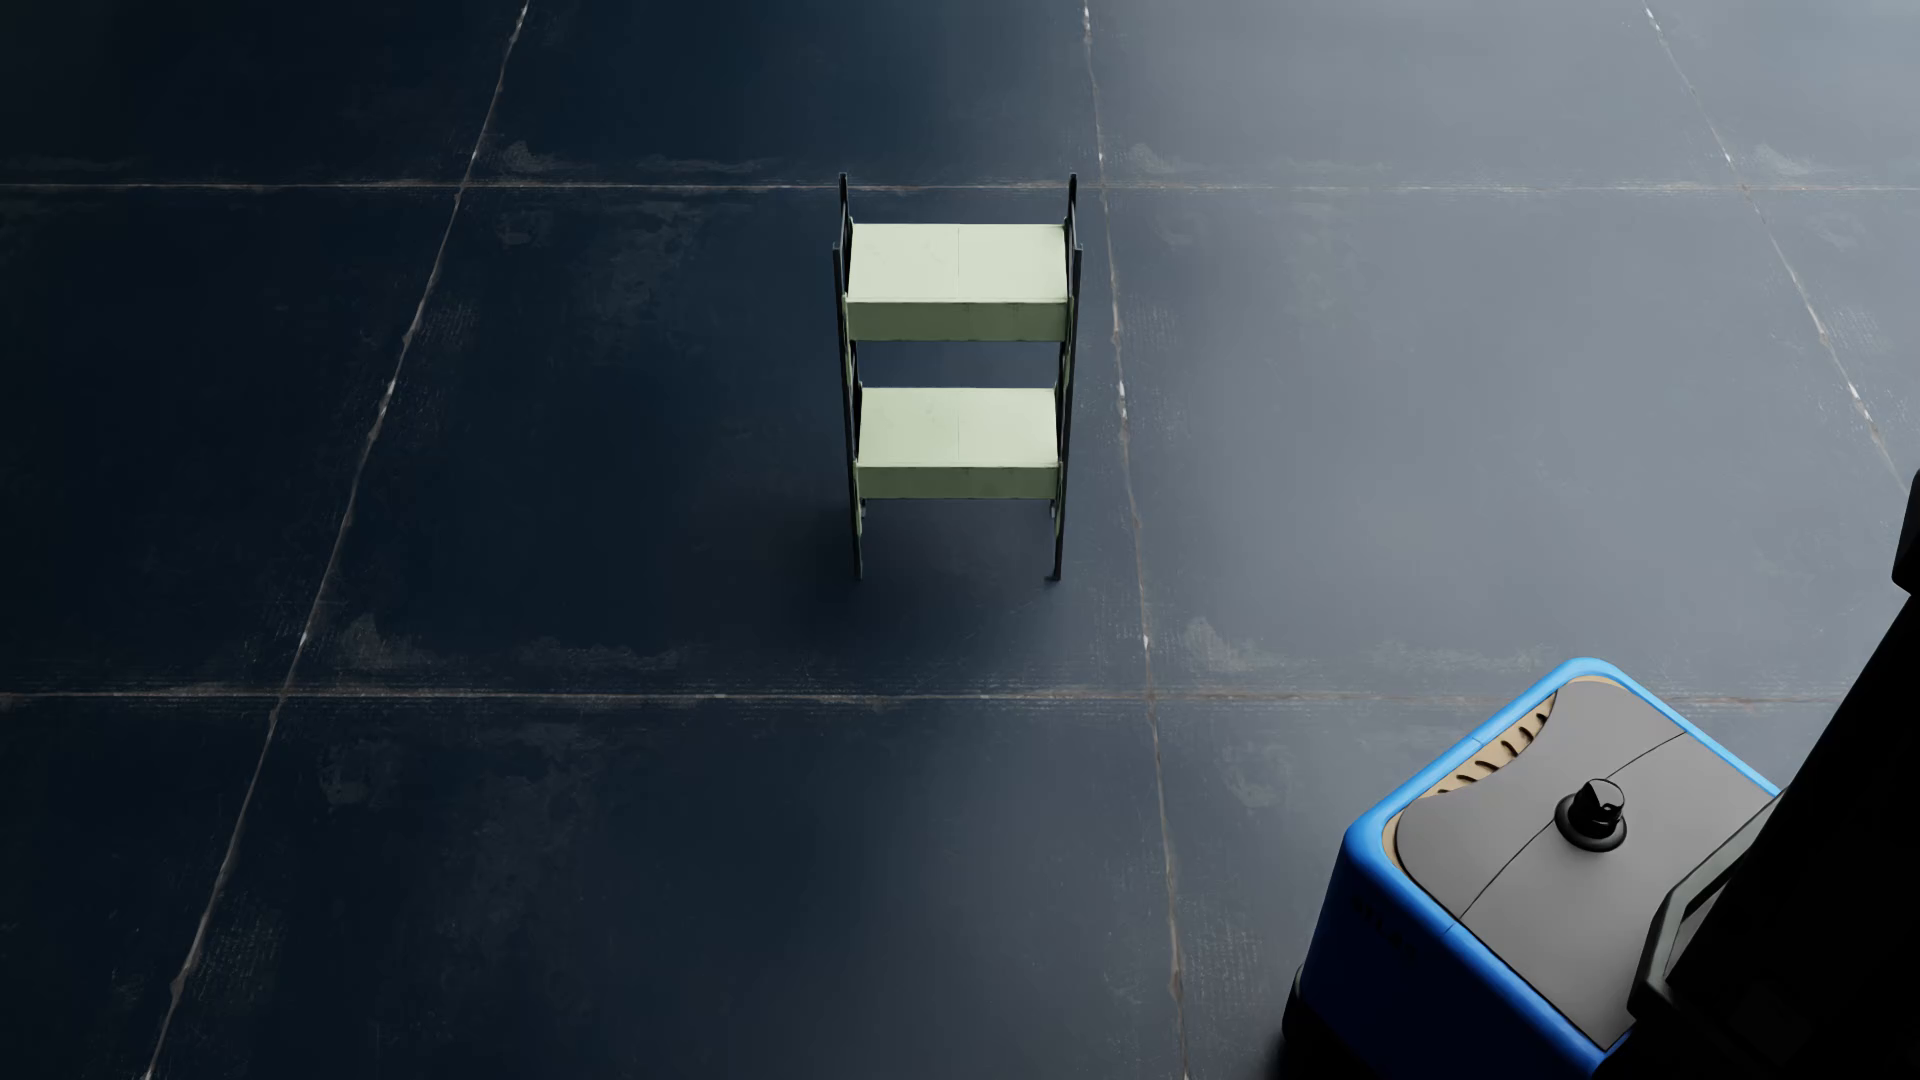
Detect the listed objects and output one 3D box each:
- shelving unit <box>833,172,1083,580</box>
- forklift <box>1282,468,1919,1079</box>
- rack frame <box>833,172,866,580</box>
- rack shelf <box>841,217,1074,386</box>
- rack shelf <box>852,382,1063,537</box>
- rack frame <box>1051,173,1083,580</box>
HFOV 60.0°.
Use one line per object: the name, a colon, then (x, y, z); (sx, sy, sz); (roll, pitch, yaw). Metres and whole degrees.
shelving unit: (-0.007, -0.511, 5.701); (0.755, 1.500, 0.431); (0, 47, 0)
forklift: (2.239, 1.093, 3.230); (1.130, 2.935, 3.031); (-30, 54, -25)
rack frame: (-0.373, -0.512, 5.702); (0.023, 1.500, 0.400); (0, 47, 0)
rack shelf: (-0.007, -0.777, 5.415); (0.720, 0.370, 0.431); (0, 47, 0)
rack shelf: (-0.007, -0.289, 5.940); (0.720, 0.370, 0.431); (0, 47, 0)
rack frame: (0.359, -0.510, 5.700); (0.023, 1.500, 0.400); (0, 47, 0)
